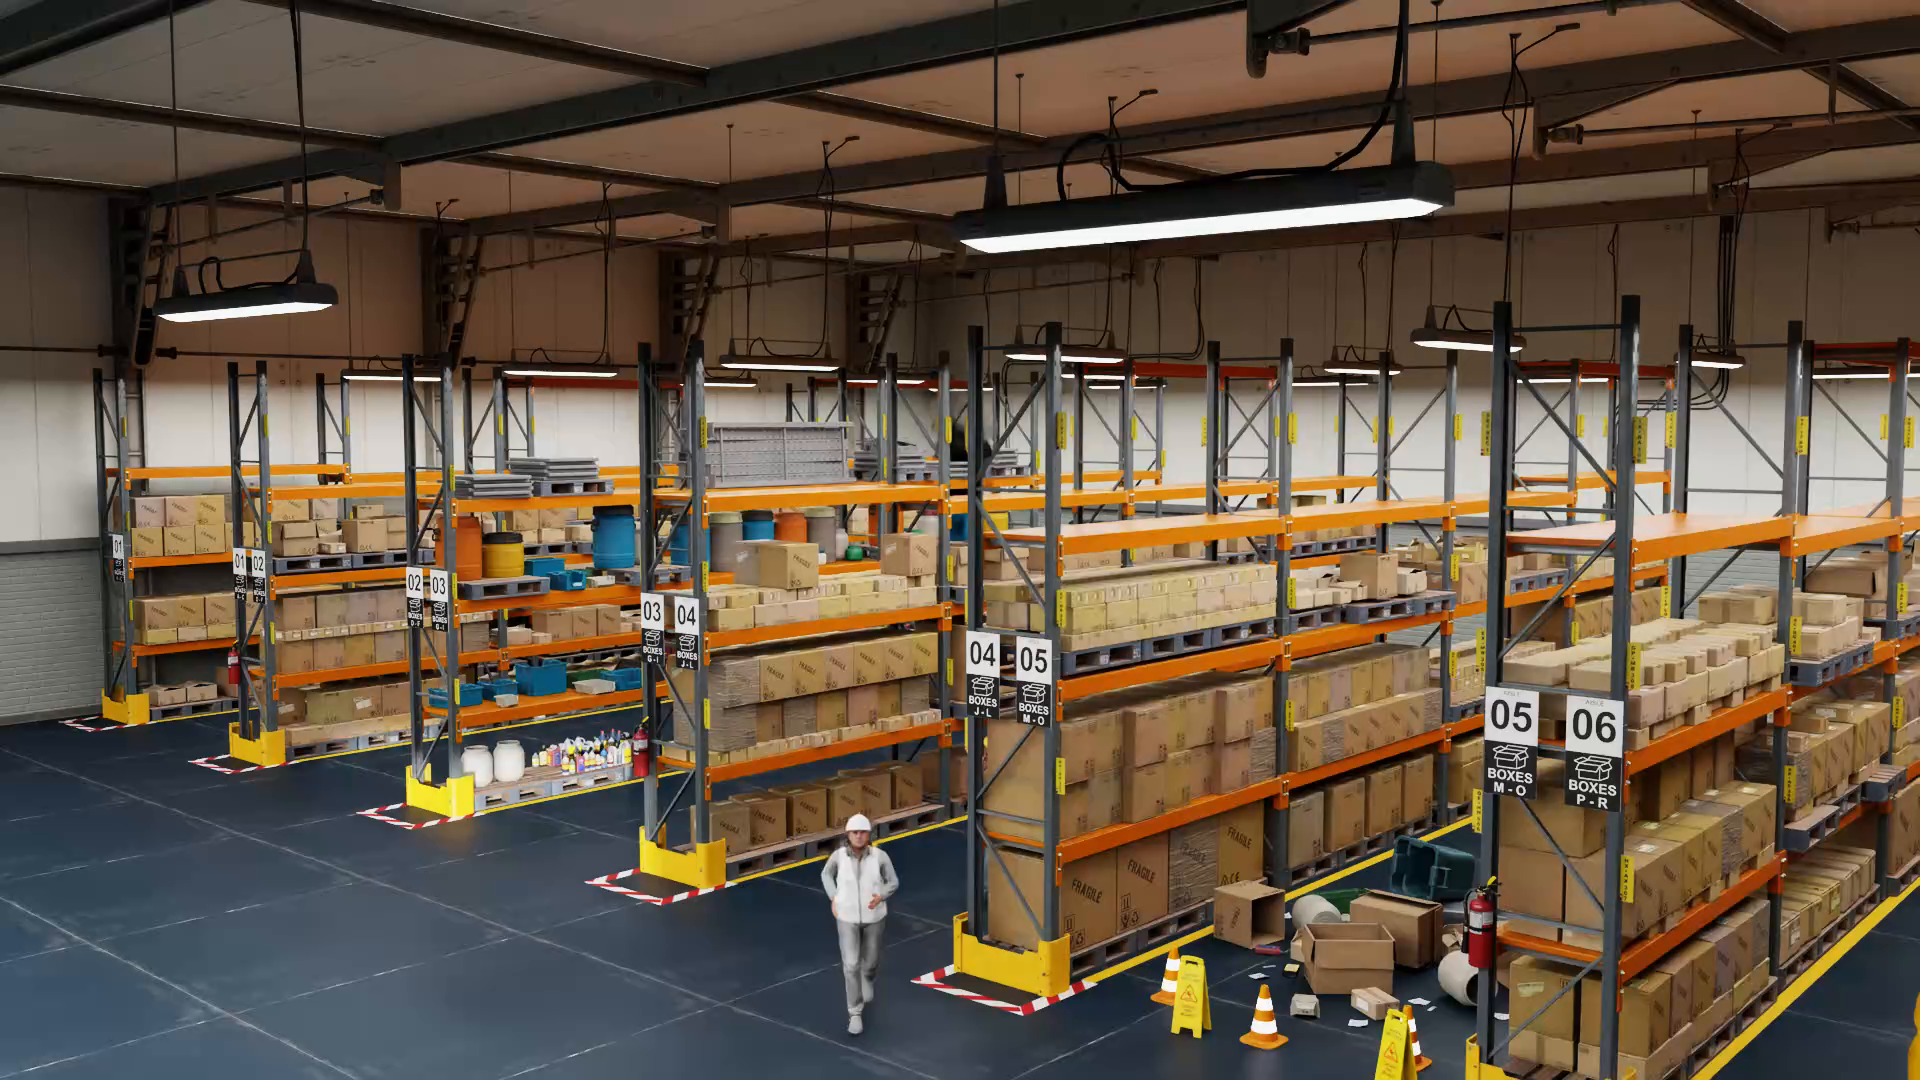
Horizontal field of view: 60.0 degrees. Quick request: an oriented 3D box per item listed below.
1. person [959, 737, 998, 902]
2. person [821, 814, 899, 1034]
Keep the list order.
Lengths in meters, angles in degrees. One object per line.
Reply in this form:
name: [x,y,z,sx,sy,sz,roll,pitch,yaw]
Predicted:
person: [0.333,2.963,17.861,0.698,1.759,0.984,3,5,32]
person: [-0.856,3.212,14.221,0.672,1.763,0.883,0,4,-4]
